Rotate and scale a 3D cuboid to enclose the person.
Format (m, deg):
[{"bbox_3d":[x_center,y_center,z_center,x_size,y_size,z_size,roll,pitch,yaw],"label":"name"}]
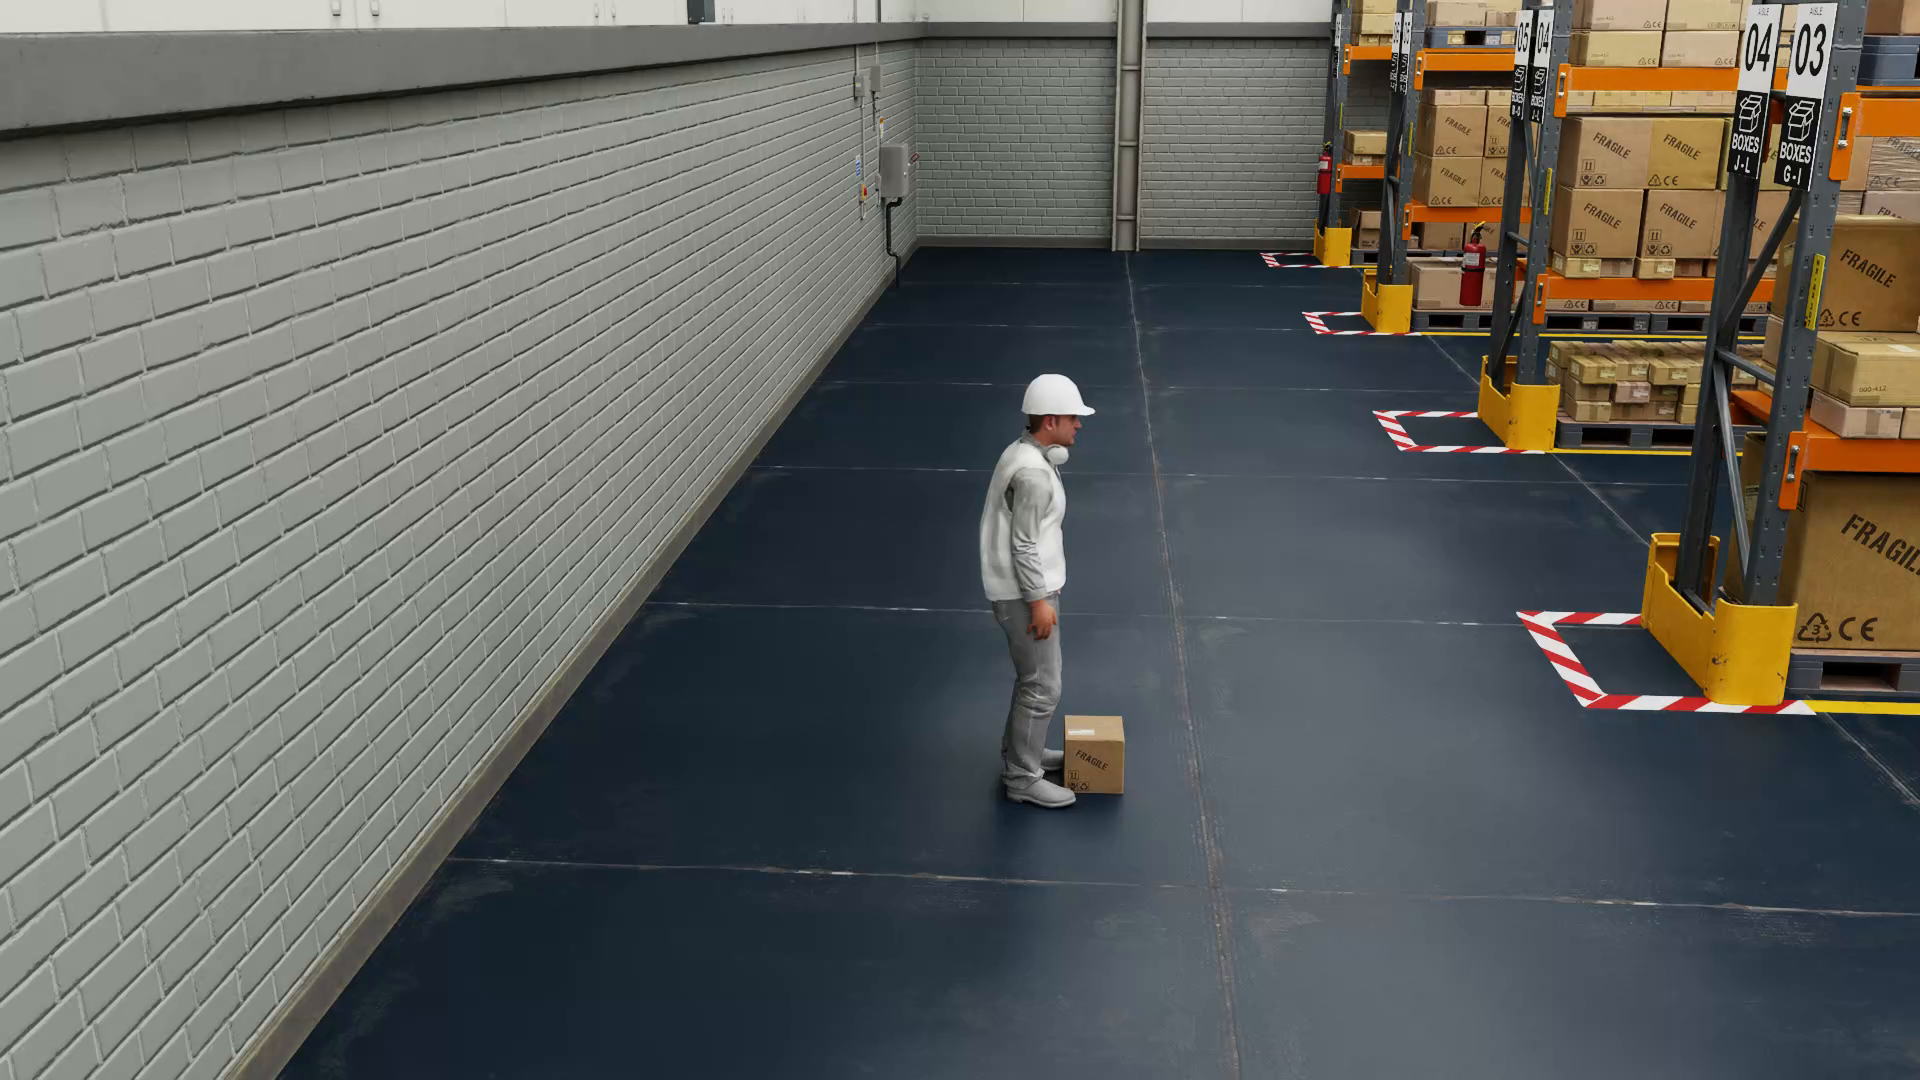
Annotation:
[{"bbox_3d":[0.310,0.190,6.896,0.461,1.771,0.581,1,17,4],"label":"person"}]
